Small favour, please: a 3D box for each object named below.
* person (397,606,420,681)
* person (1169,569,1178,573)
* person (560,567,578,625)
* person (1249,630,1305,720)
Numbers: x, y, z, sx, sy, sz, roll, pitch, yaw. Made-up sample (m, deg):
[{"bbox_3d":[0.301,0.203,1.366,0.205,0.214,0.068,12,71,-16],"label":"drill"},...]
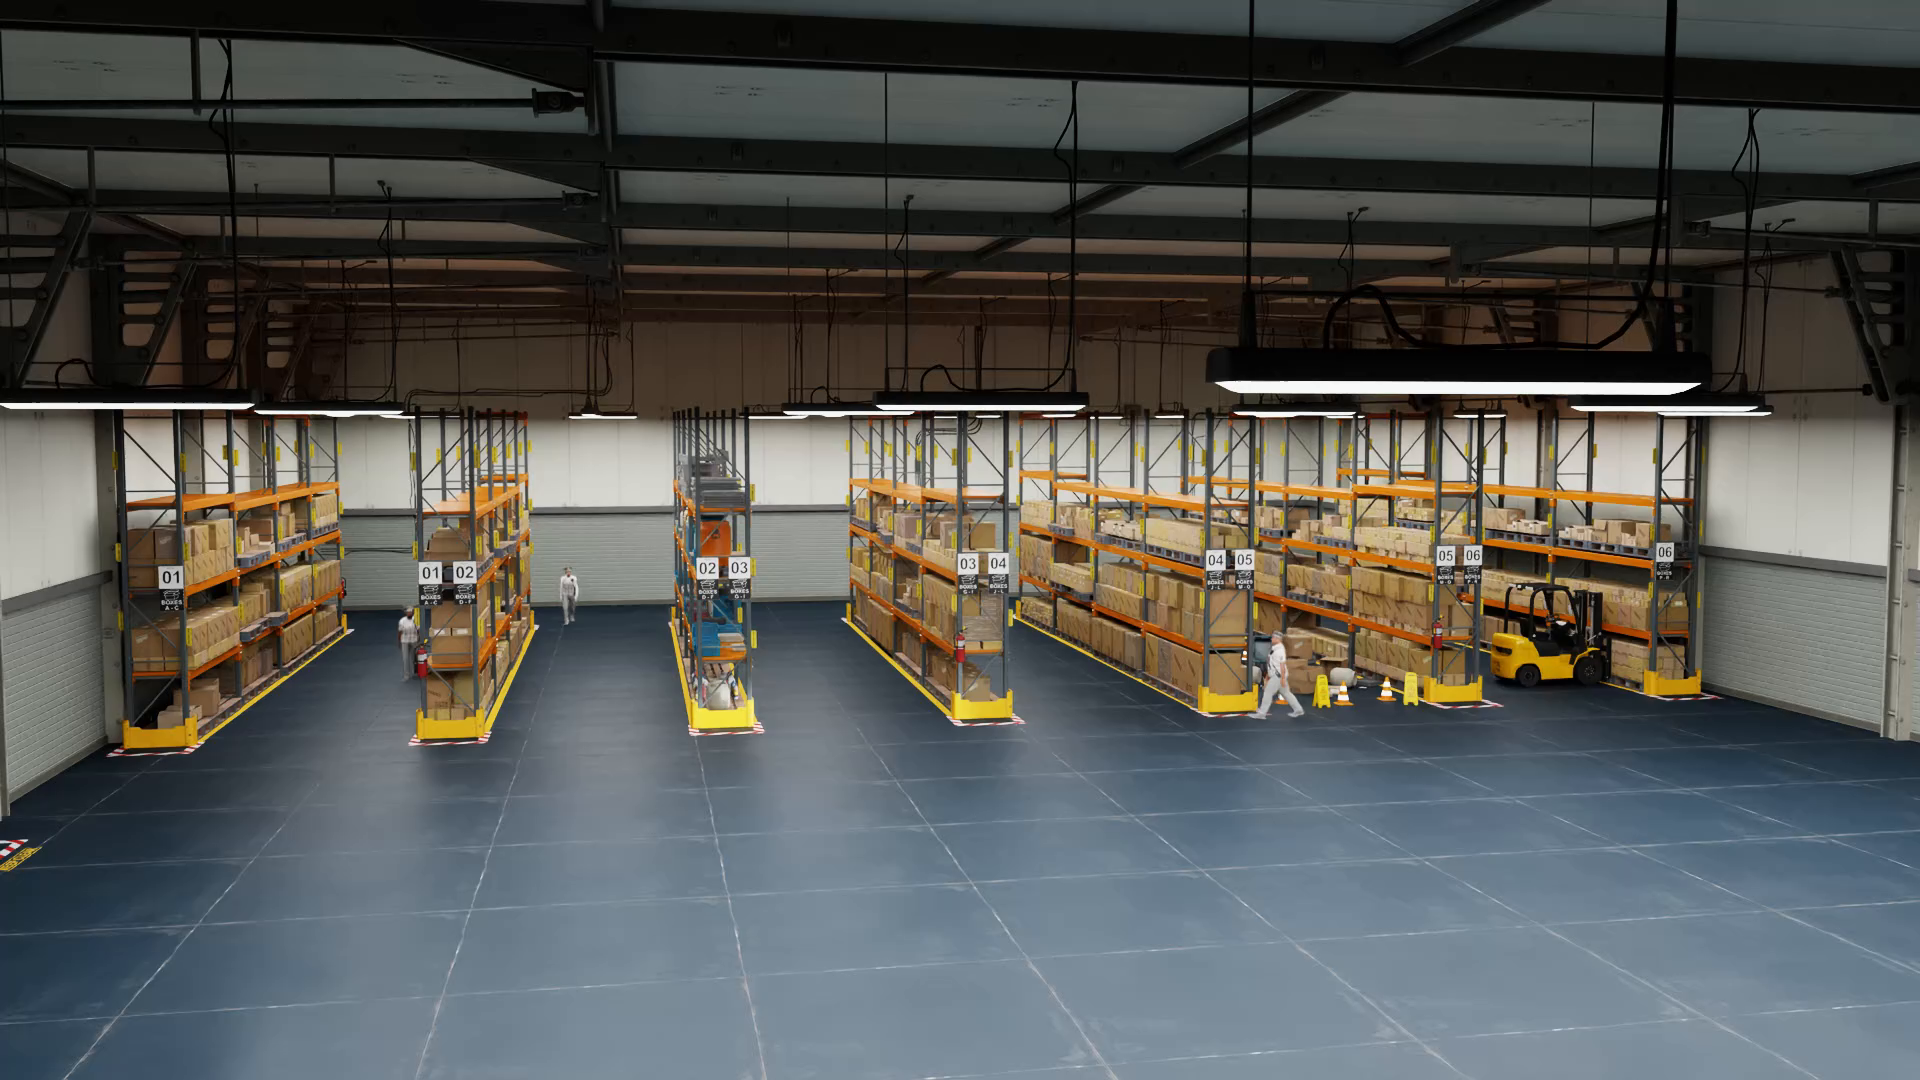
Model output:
[{"bbox_3d":[-12.218,2.262,36.963,0.552,1.627,1.033,-1,4,-14],"label":"person"},{"bbox_3d":[6.013,1.575,46.611,0.460,1.670,0.485,2,5,28],"label":"person"},{"bbox_3d":[-11.040,1.554,46.955,0.493,1.632,0.872,-1,4,-14],"label":"person"},{"bbox_3d":[6.083,2.588,31.907,1.083,1.712,0.545,0,4,4],"label":"person"}]
